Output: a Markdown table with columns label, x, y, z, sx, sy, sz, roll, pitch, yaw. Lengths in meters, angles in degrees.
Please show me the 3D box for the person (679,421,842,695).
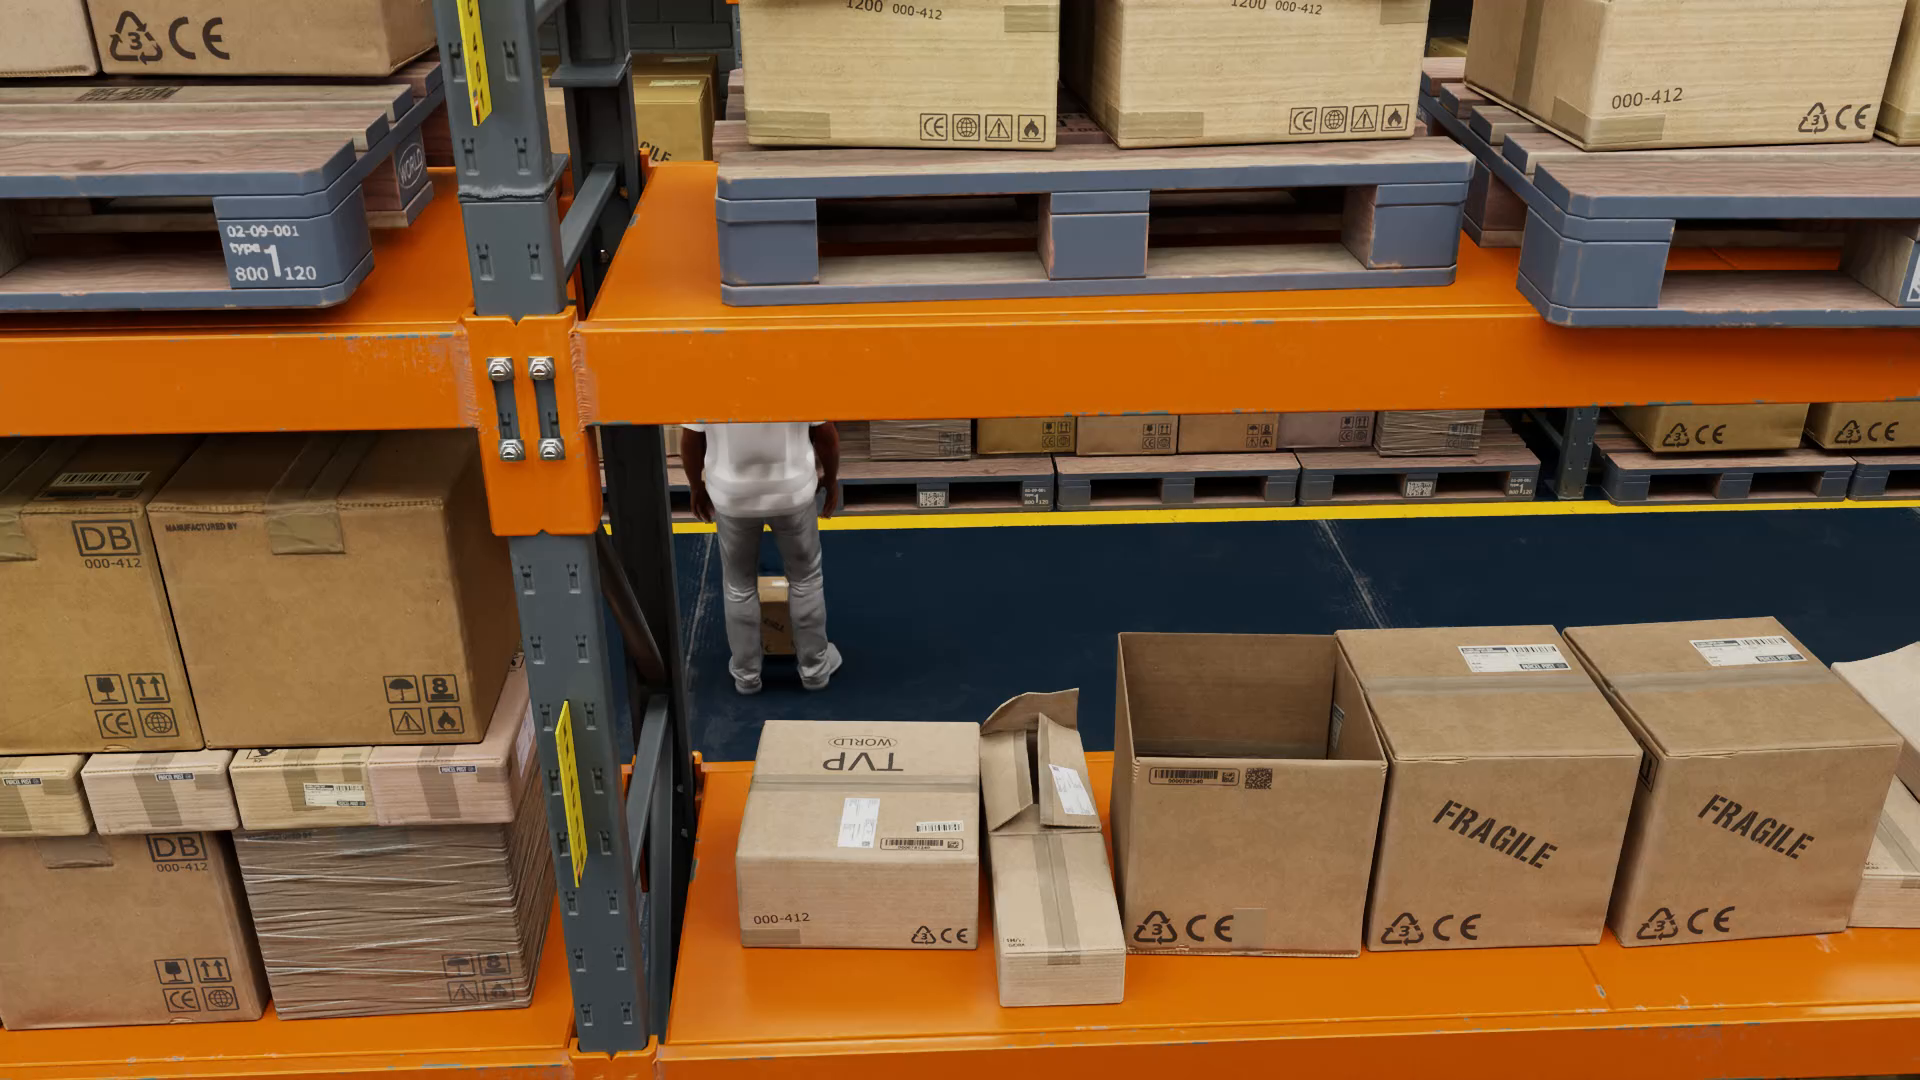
| label | x | y | z | sx | sy | sz | roll | pitch | yaw |
| --- | --- | --- | --- | --- | --- | --- | --- | --- | --- |
| person | -0.768 | -0.204 | 6.491 | 0.606 | 1.762 | 0.449 | -2 | 27 | -4 |
